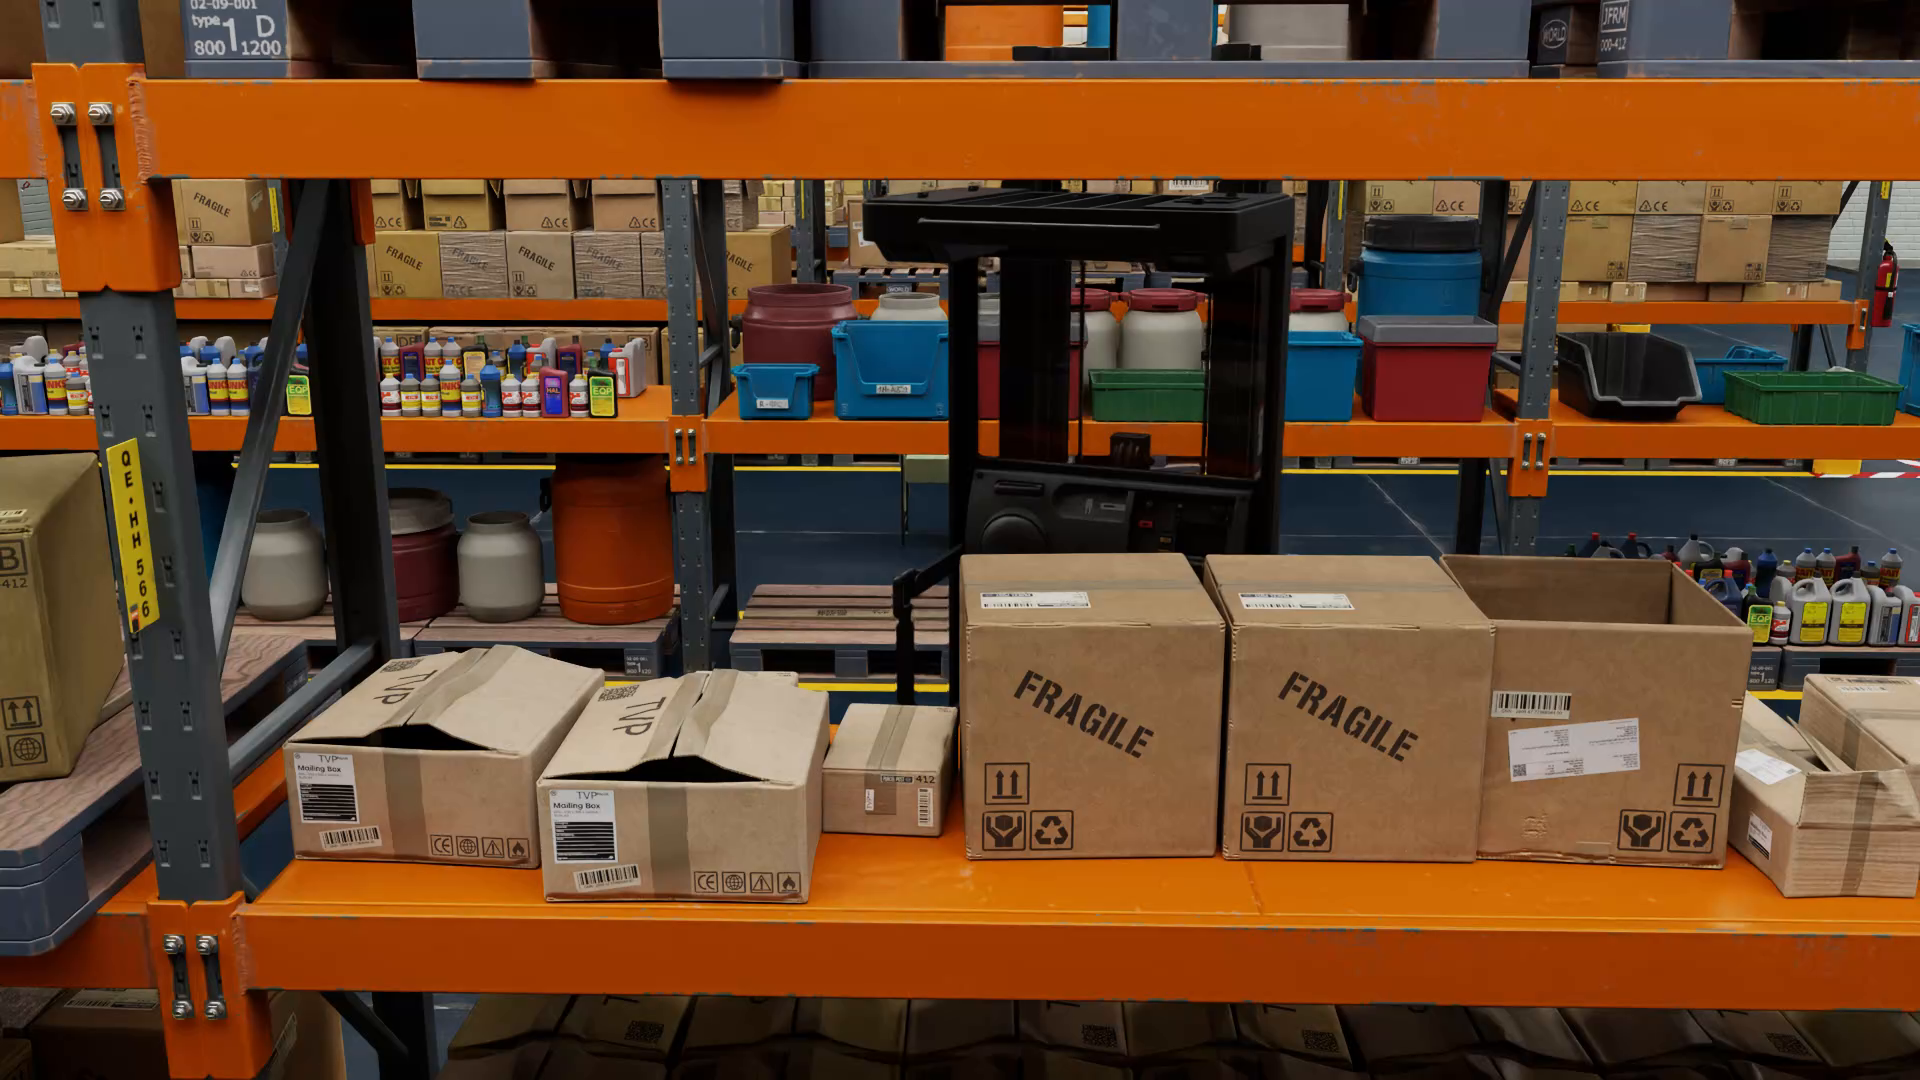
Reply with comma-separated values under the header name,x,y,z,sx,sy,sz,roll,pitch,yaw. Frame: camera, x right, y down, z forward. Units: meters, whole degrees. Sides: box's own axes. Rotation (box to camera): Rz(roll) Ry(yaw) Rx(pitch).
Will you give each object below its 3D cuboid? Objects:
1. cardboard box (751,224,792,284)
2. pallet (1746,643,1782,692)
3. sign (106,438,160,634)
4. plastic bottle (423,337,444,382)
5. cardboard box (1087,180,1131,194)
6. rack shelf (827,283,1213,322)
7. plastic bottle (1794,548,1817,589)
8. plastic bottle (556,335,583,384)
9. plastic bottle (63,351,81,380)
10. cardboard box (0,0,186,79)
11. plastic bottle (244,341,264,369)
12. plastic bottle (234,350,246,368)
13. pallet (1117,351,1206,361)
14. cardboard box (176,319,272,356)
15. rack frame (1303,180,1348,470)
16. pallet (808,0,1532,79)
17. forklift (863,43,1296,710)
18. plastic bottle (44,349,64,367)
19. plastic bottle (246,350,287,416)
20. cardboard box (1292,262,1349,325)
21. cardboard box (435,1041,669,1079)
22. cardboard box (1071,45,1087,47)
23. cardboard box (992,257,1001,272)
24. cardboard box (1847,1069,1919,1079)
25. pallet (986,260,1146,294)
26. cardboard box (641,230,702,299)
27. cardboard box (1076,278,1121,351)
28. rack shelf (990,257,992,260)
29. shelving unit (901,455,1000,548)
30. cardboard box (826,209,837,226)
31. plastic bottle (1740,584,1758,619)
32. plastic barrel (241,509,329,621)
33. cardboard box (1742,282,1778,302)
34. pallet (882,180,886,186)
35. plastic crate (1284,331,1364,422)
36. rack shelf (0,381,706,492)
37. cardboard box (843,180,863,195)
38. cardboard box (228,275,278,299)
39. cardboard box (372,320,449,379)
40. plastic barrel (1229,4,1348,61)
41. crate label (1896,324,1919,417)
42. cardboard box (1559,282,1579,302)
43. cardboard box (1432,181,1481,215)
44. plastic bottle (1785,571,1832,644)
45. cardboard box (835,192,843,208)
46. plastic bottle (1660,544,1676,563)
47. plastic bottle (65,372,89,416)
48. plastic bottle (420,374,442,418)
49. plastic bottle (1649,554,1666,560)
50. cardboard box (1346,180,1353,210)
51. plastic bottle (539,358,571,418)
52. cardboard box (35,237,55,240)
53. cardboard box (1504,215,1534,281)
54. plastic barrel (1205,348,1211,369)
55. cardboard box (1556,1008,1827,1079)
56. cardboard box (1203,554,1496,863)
name,x,y,z,sx,sy,sz,roll,pitch,yaw
cardboard box,-1.644,-2.272,13.375,0.500,0.500,0.500,1,15,3
pallet,3.377,0.502,8.525,1.213,0.211,1.003,0,15,1
sign,-1.427,-0.008,2.875,0.005,0.325,0.100,0,15,1
plastic bottle,-2.755,-0.925,8.716,0.097,0.271,0.097,0,15,0
cardboard box,1.545,-3.929,17.695,0.500,0.500,0.700,0,15,2
rack shelf,0.834,-1.790,13.155,4.000,0.370,1.077,0,15,1
plastic bottle,4.458,0.177,8.776,0.097,0.271,0.097,0,15,0
plastic bottle,-2.044,-0.930,8.715,0.133,0.283,0.061,0,15,1
plastic bottle,-4.640,-0.887,8.713,0.097,0.201,0.097,0,15,0
cardboard box,-1.859,-1.118,3.120,0.500,0.500,0.910,0,15,1
plastic bottle,-3.637,-0.891,8.591,0.097,0.271,0.097,0,15,0
plastic bottle,-3.768,-0.897,8.750,0.097,0.201,0.097,0,15,0
pallet,2.288,-2.027,18.107,1.213,0.211,1.003,0,15,1
cardboard box,-5.822,-1.377,13.522,0.875,0.875,0.875,0,15,1
rack frame,2.833,-2.125,13.013,0.127,3.000,1.000,0,15,1
pallet,0.377,-0.995,3.223,1.213,0.211,1.003,1,15,4
forklift,0.386,-0.015,5.151,1.130,2.935,3.031,6,16,21
plastic bottle,-4.772,-0.904,8.775,0.097,0.201,0.097,0,15,0
plastic bottle,-3.326,-0.779,8.009,0.185,0.351,0.144,0,15,1
cardboard box,3.688,-2.543,17.940,0.875,0.875,0.875,1,15,2
cardboard box,-0.906,1.309,3.466,0.500,0.311,0.500,1,15,3
cardboard box,0.956,-3.652,12.557,0.250,0.166,0.380,0,15,0
cardboard box,0.504,-2.212,12.814,0.500,0.250,0.500,0,15,0
cardboard box,2.164,1.327,3.397,0.500,0.311,0.500,0,15,1
pallet,0.815,-2.056,13.127,1.213,0.211,1.003,0,15,1
cardboard box,-2.163,-2.144,12.890,0.500,0.500,0.500,0,15,1
cardboard box,1.474,-2.493,17.995,0.750,0.750,1.050,0,15,1
rack shelf,1.062,-3.054,17.946,4.000,0.370,1.077,0,15,1
shelving unit,0.007,-0.725,10.649,0.755,1.500,0.431,0,15,1
cardboard box,-1.443,-3.383,17.450,0.250,0.149,0.380,1,15,2
plastic bottle,3.840,0.349,8.125,0.097,0.271,0.097,0,15,0
plastic barrel,-3.477,0.125,8.540,0.421,0.512,0.421,0,15,0
cardboard box,6.041,-1.917,12.717,0.250,0.149,0.380,0,15,1
pallet,-1.469,-5.838,27.463,1.003,0.211,1.213,0,15,1
plastic crate,1.596,-0.782,7.955,0.575,0.384,0.392,0,15,1
rack shelf,-3.291,-0.553,8.466,4.000,0.370,1.077,0,15,1
cardboard box,-1.403,-4.786,22.413,0.500,0.250,0.500,0,15,1
cardboard box,-5.477,-1.974,12.934,0.250,0.149,0.380,0,15,2
cardboard box,-4.524,-1.354,13.432,0.875,0.875,1.225,0,15,2
plastic barrel,1.539,-2.507,7.598,0.600,0.901,0.600,0,15,0
crate label,4.859,-0.796,7.907,0.616,0.435,0.502,0,15,1
cardboard box,4.540,-1.919,12.725,0.250,0.149,0.380,0,15,1
cardboard box,3.777,-2.730,12.568,0.500,0.500,0.500,0,15,1
plastic bottle,4.117,0.322,8.072,0.185,0.351,0.144,0,15,1
cardboard box,-1.416,-3.695,18.051,0.250,0.149,0.380,1,15,4
plastic bottle,3.714,0.161,8.811,0.133,0.283,0.061,1,15,5
plastic bottle,-4.259,-0.707,8.028,0.097,0.201,0.097,0,15,0
plastic bottle,-2.539,-0.696,7.986,0.097,0.201,0.097,0,15,0
plastic bottle,3.571,0.212,8.631,0.135,0.276,0.152,0,15,1
cardboard box,3.290,-2.868,13.090,0.500,0.500,0.500,0,15,1
plastic bottle,-1.938,-0.727,7.943,0.133,0.283,0.061,0,15,1
cardboard box,-7.135,-2.330,13.501,0.500,0.250,0.500,0,15,2
cardboard box,4.283,-2.308,12.931,0.500,0.500,0.875,0,15,1
plastic barrel,1.388,-0.843,8.425,0.301,0.262,0.301,0,15,0
cardboard box,1.670,1.186,3.932,0.500,0.311,0.500,0,15,1
cardboard box,0.782,0.337,3.486,0.500,0.500,0.500,0,15,2
